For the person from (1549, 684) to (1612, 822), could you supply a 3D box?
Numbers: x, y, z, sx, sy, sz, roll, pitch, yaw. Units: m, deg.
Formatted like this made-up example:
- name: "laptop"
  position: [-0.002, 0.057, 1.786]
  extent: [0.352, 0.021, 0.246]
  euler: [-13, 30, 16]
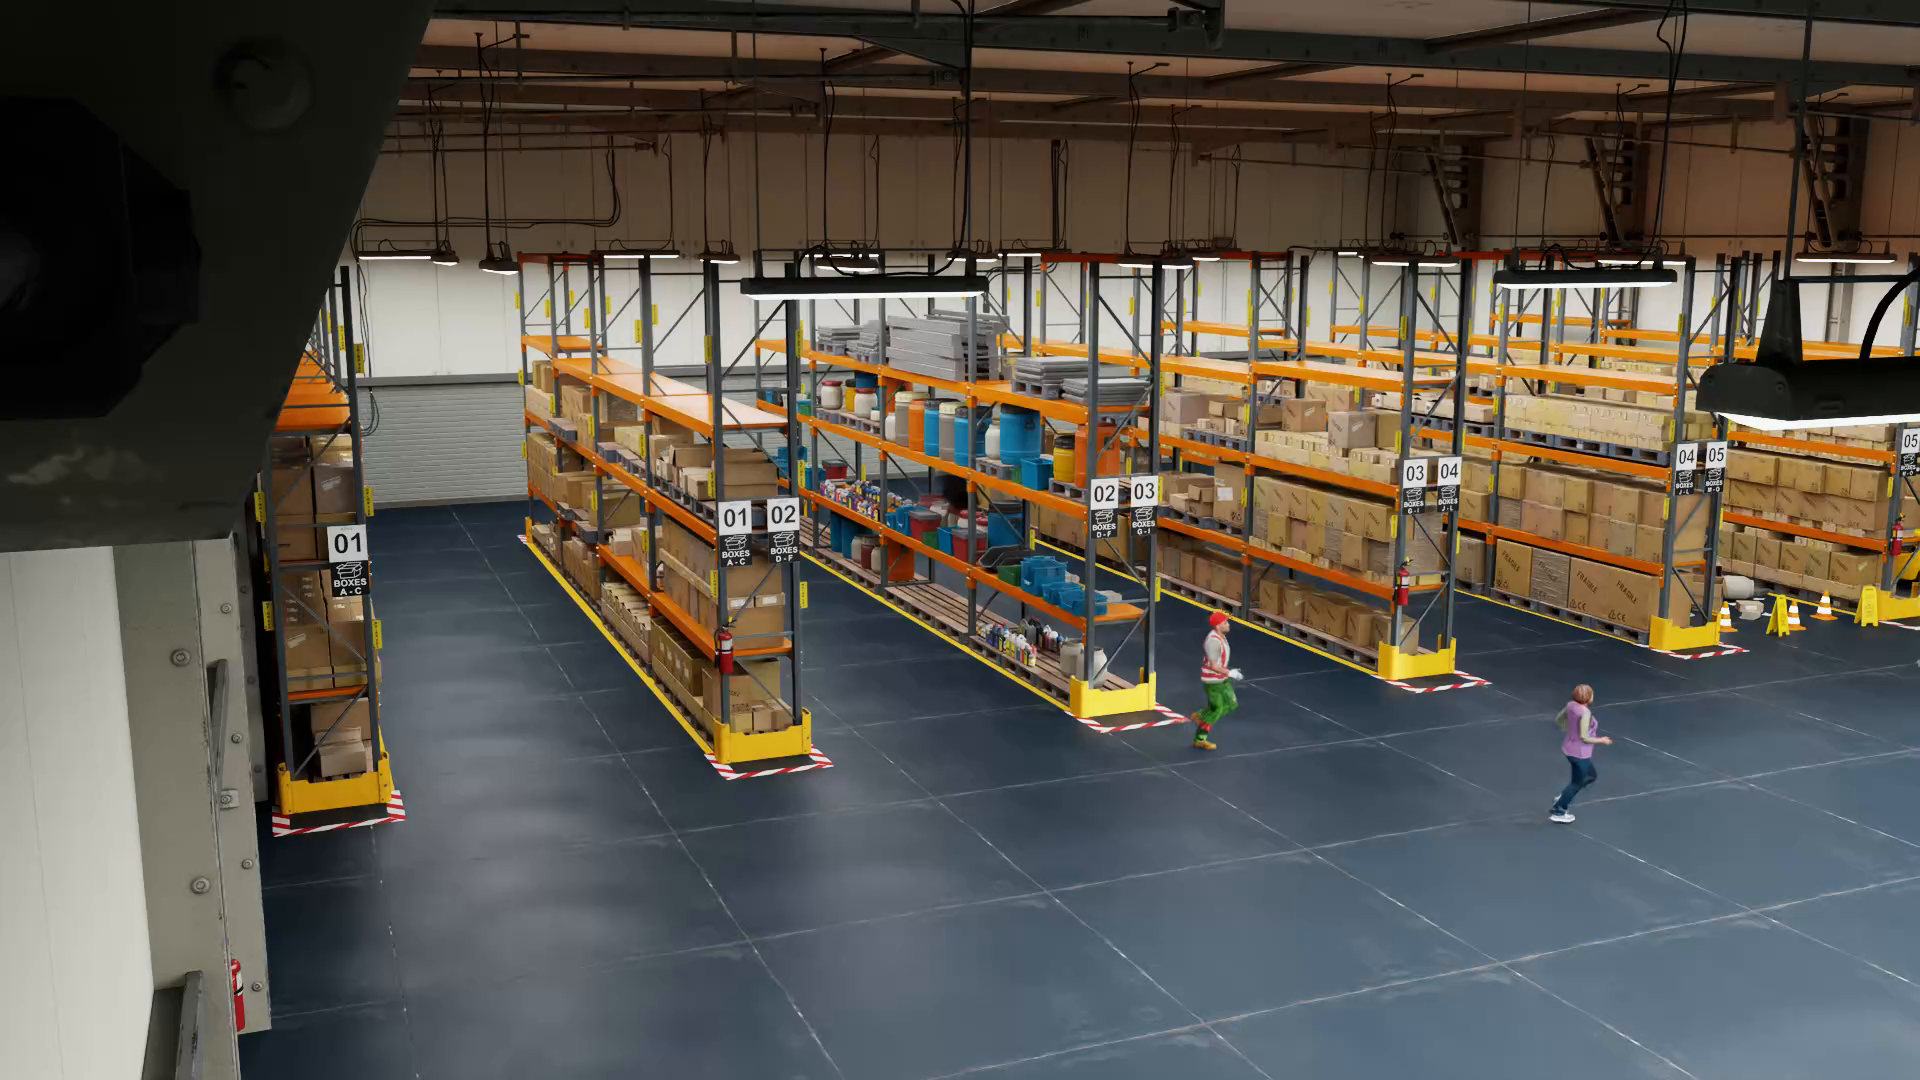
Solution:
- name: "person"
  position: [6.728, 2.311, 18.023]
  extent: [0.586, 1.551, 0.508]
  euler: [0, 10, 1]

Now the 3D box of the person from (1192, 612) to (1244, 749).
- name: "person"
  position: [3.226, 1.737, 20.740]
  extent: [0.655, 1.740, 0.695]
  euler: [3, 11, 17]
